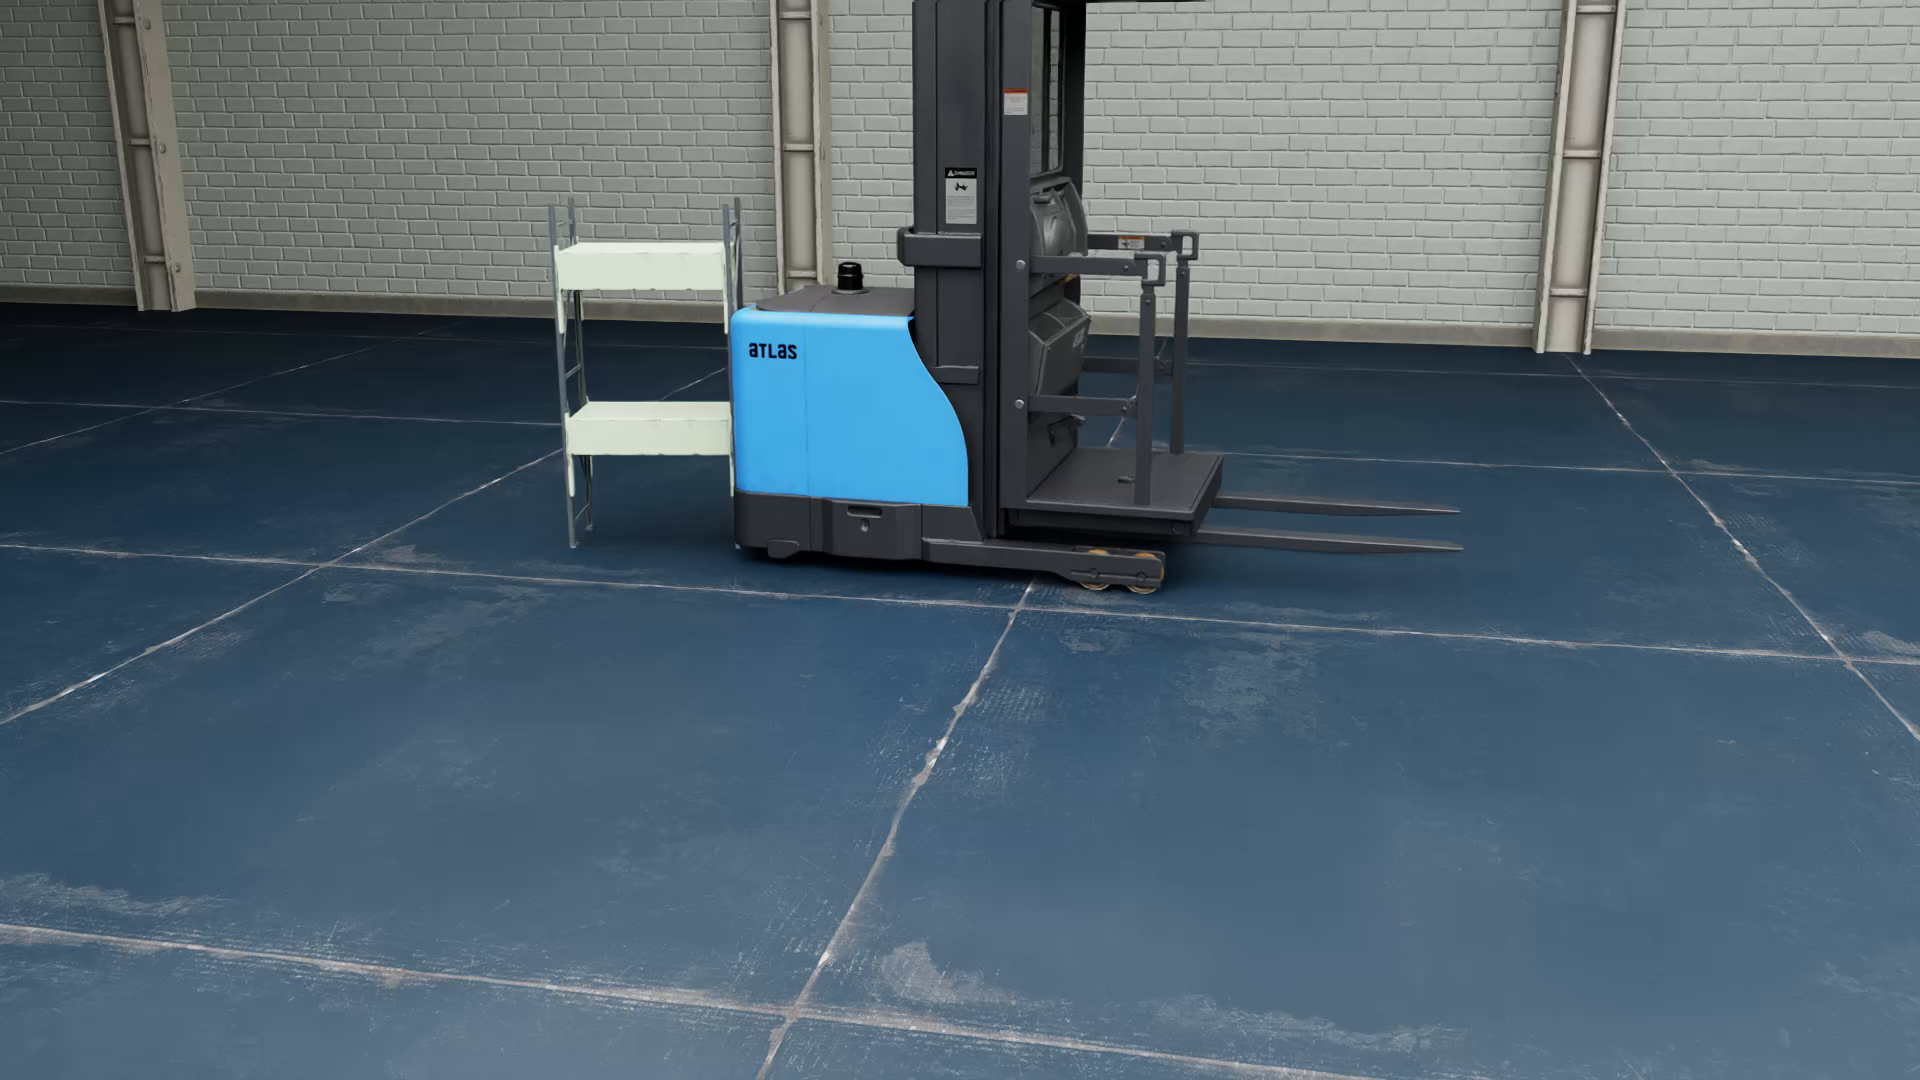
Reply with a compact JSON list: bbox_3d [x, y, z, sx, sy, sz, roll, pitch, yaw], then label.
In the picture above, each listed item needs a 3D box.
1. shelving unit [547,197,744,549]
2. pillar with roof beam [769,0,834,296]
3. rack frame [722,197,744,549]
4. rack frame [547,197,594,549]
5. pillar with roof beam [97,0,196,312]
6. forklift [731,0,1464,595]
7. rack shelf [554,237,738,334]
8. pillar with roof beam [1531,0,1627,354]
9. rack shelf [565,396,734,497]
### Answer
[{"bbox_3d":[-1.349,-0.738,7.346,0.755,1.500,0.431,0,15,0],"label":"shelving unit"},{"bbox_3d":[-2.139,-4.981,8.618,0.400,9.000,9.100,3,16,11],"label":"pillar with roof beam"},{"bbox_3d":[-0.983,-0.738,7.345,0.023,1.500,0.400,0,15,0],"label":"rack frame"},{"bbox_3d":[-1.715,-0.738,7.346,0.023,1.500,0.400,0,15,0],"label":"rack frame"},{"bbox_3d":[-8.018,-5.300,9.770,0.400,9.000,9.100,3,16,11],"label":"pillar with roof beam"},{"bbox_3d":[0.601,-1.350,6.876,3.031,2.935,1.130,4,16,15],"label":"forklift"},{"bbox_3d":[-1.349,-1.114,7.242,0.720,0.370,0.431,0,15,0],"label":"rack shelf"},{"bbox_3d":[3.741,-4.662,7.465,0.400,9.000,9.100,3,16,11],"label":"pillar with roof beam"},{"bbox_3d":[-1.349,-0.424,7.433,0.720,0.370,0.431,0,15,0],"label":"rack shelf"}]
